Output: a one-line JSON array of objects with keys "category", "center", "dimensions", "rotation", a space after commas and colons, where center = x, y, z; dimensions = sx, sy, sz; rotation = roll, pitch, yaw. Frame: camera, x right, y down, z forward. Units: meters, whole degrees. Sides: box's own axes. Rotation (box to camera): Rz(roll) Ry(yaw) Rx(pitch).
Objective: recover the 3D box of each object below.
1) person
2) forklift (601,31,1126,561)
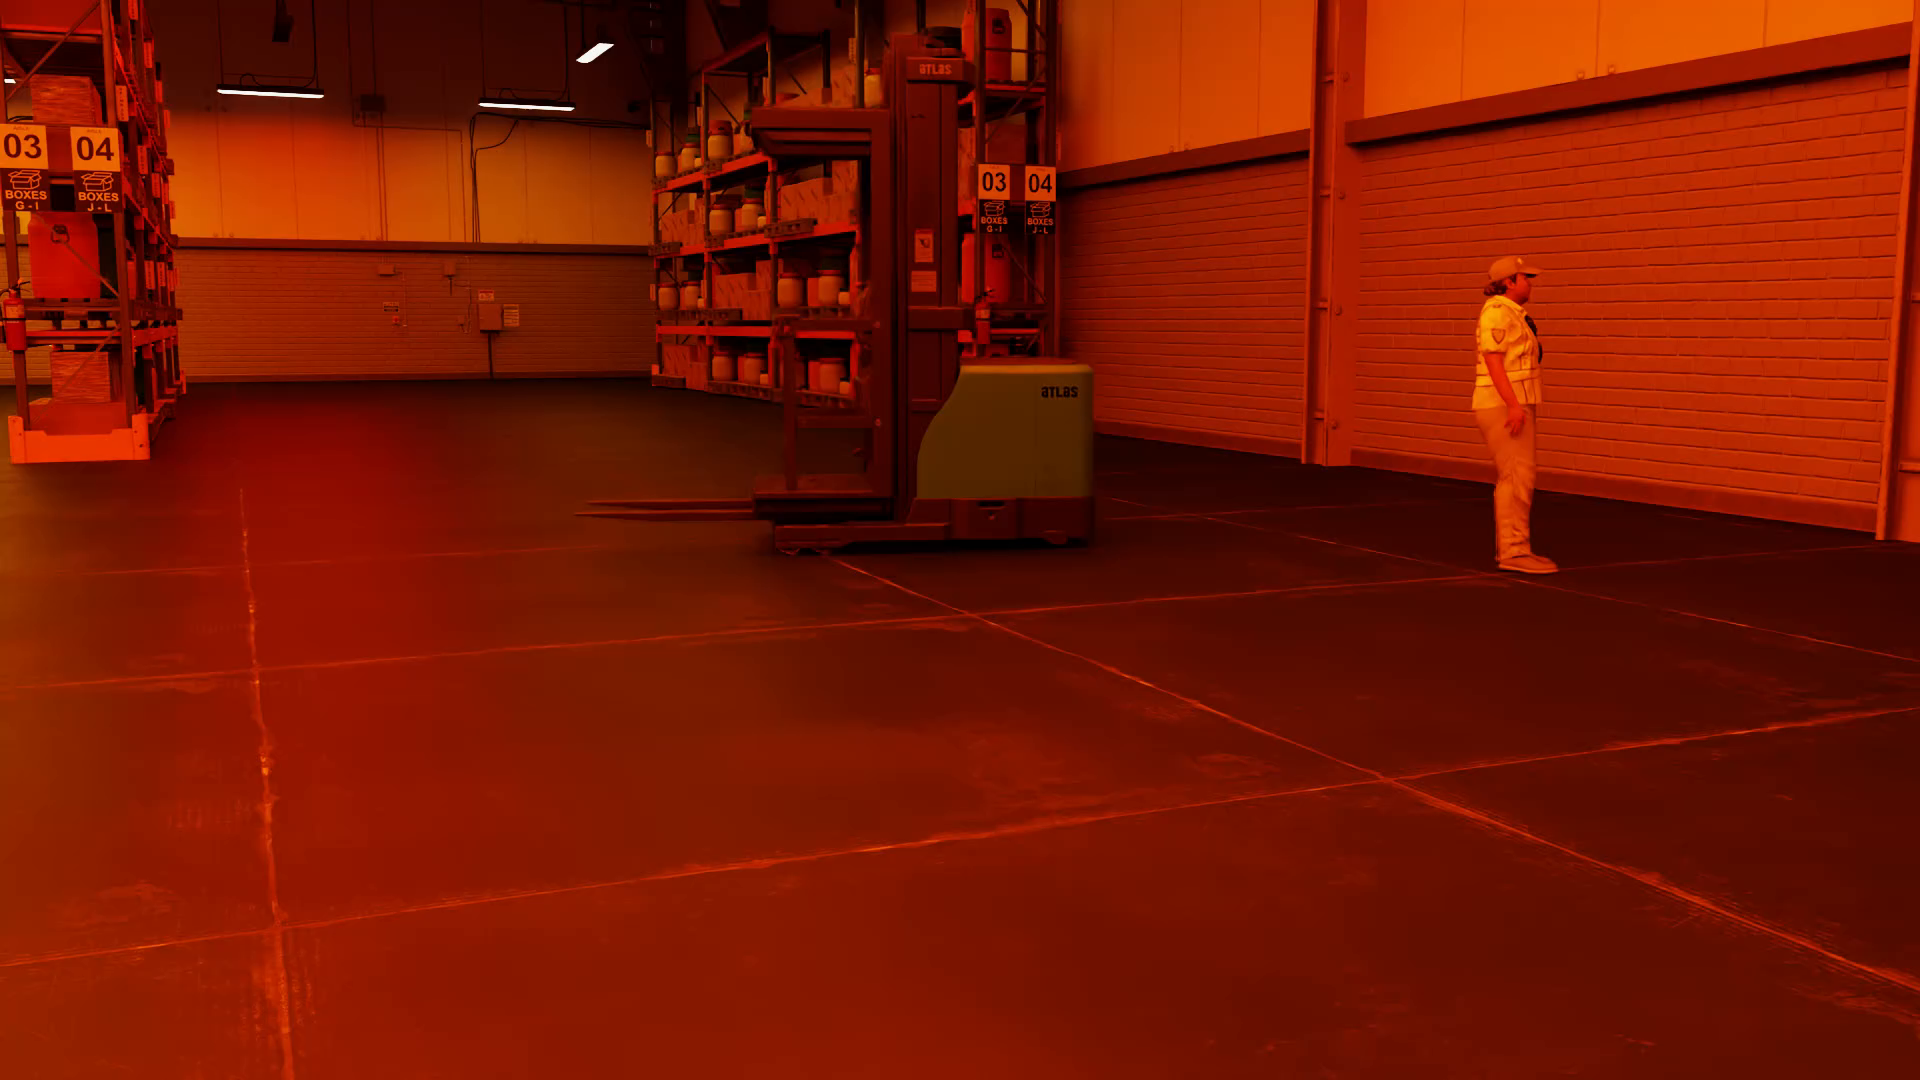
[{"category": "person", "center": [3.021, -0.686, 8.928], "dimensions": [0.529, 1.670, 0.598], "rotation": [3, 8, 21]}, {"category": "forklift", "center": [-0.545, -1.417, 9.686], "dimensions": [3.031, 2.935, 1.130], "rotation": [-4, 8, -26]}]
